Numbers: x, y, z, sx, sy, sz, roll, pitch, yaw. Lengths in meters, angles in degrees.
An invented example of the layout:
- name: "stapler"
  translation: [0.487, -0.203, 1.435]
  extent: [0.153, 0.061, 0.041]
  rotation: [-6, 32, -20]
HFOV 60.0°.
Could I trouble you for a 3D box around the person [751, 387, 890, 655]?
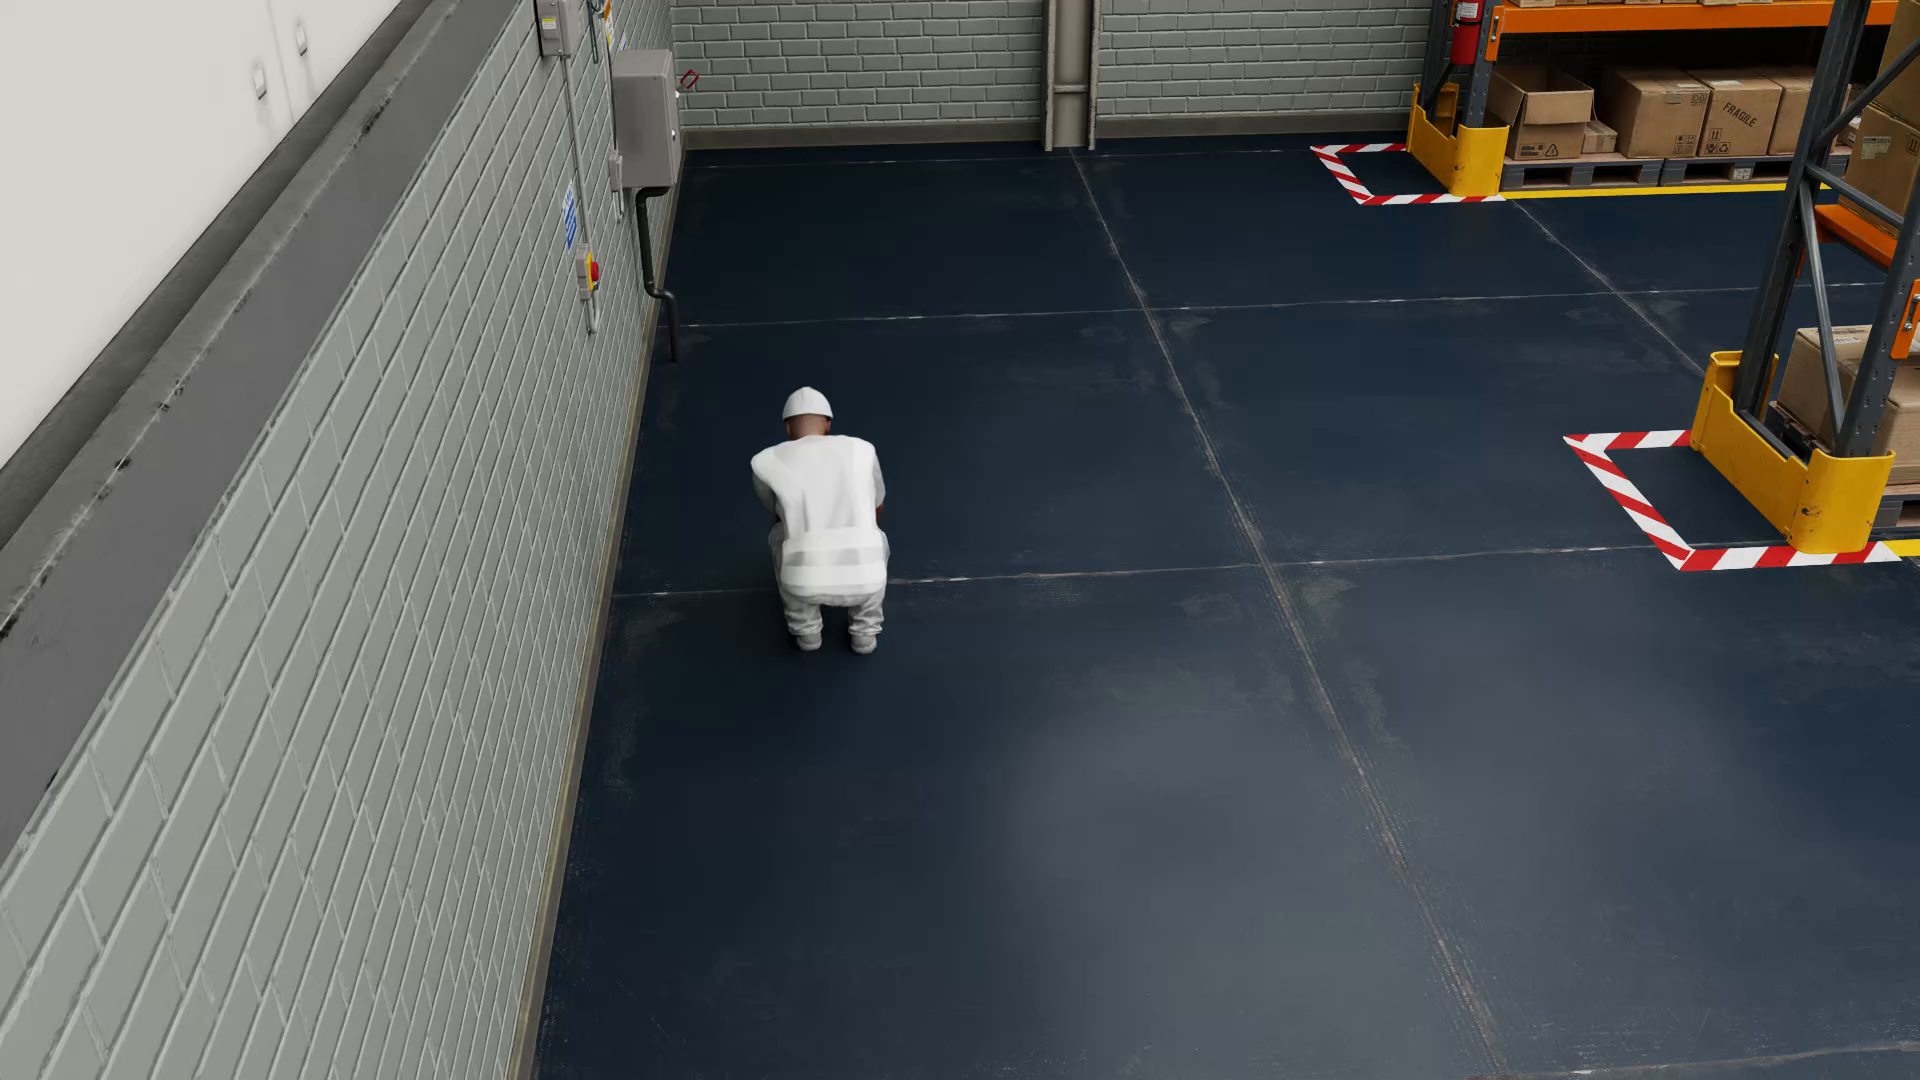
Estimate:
- name: "person"
  translation: [-0.579, -0.074, 7.014]
  extent: [0.563, 0.996, 0.899]
  rotation: [-3, 31, -5]
